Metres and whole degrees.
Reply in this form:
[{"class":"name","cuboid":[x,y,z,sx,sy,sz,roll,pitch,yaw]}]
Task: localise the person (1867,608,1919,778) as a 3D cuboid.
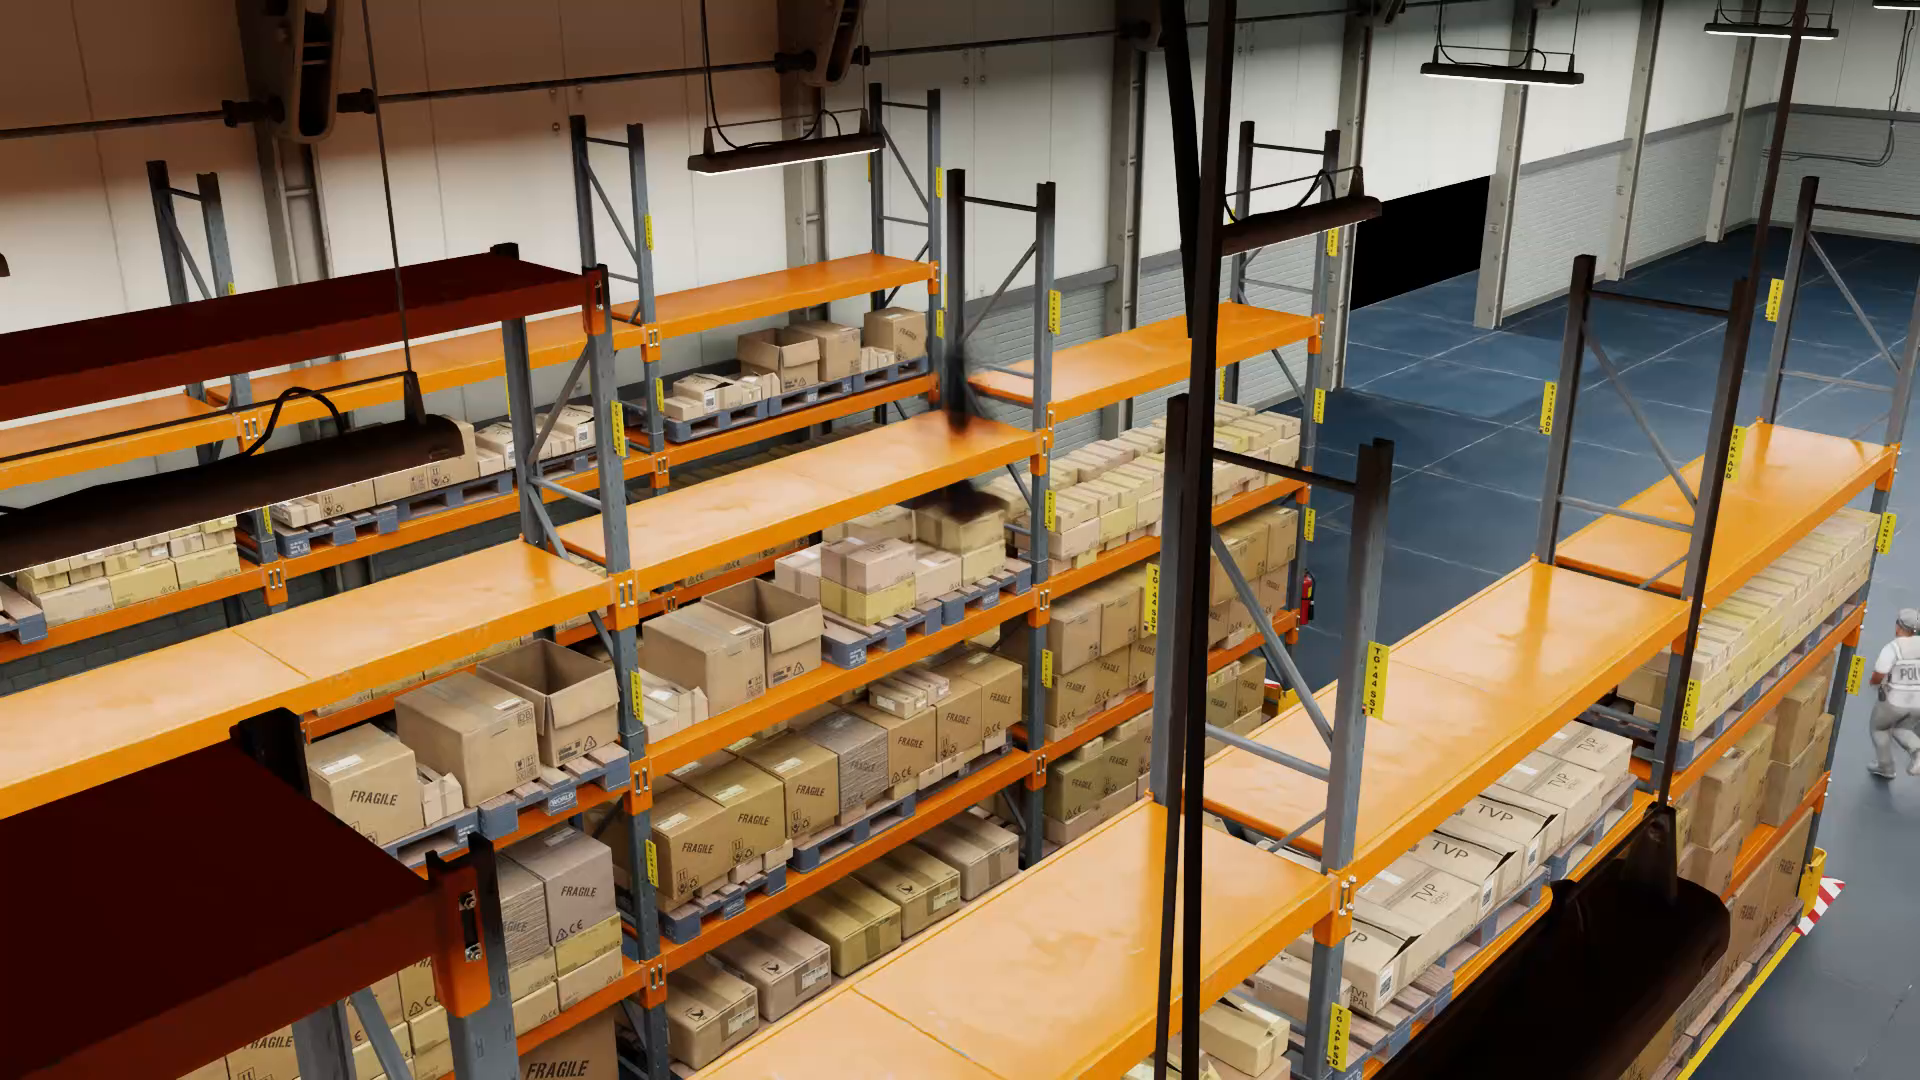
[{"class":"person","cuboid":[8.958,1.527,15.763,0.696,1.744,0.719,-1,21,-3]}]
